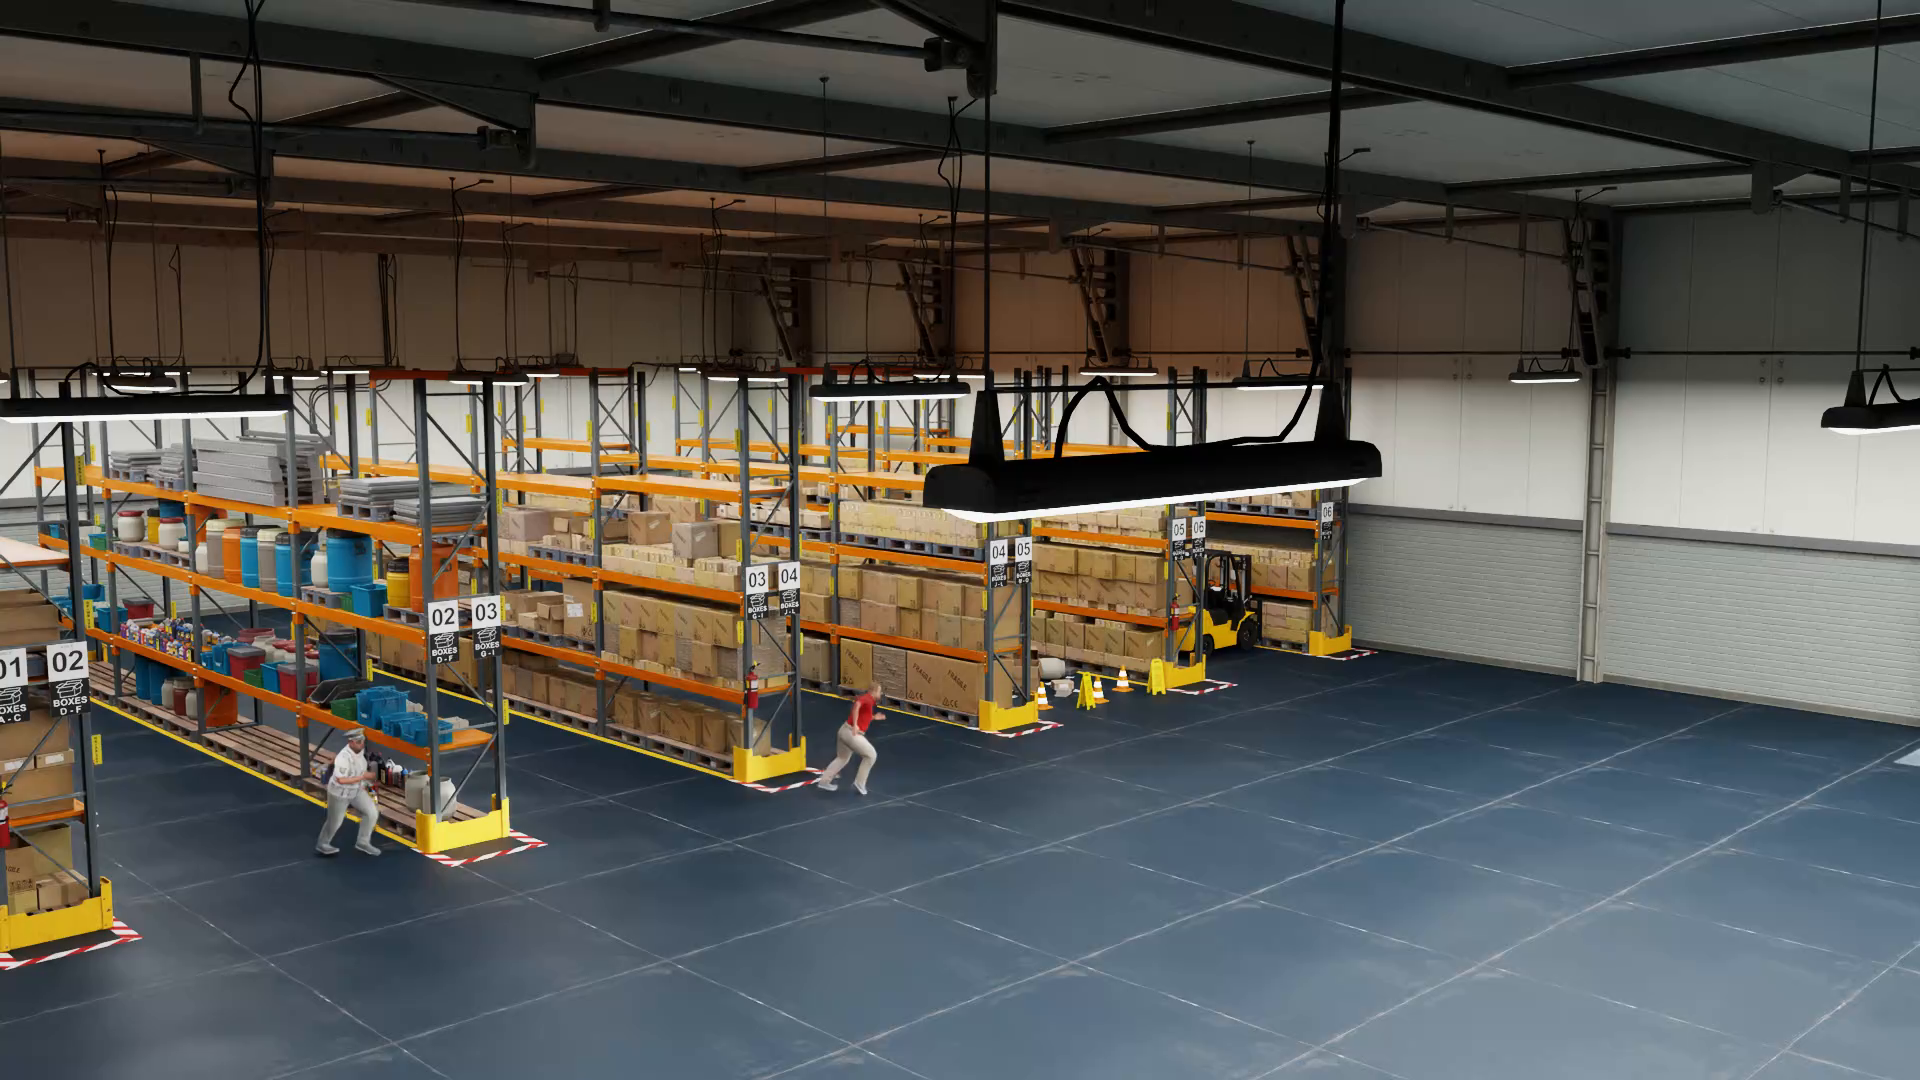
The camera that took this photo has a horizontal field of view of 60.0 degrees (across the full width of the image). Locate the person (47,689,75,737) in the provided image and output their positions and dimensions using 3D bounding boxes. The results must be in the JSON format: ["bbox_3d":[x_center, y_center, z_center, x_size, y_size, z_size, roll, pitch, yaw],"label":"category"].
[{"bbox_3d":[-13.185,2.824,24.126,0.533,1.459,0.503,3,7,27],"label":"person"}]

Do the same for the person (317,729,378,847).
[{"bbox_3d":[-7.707,3.089,20.760,0.820,1.564,0.507,3,7,24],"label":"person"}]

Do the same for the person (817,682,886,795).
[{"bbox_3d":[-1.538,2.884,23.802,1.016,1.673,0.711,-2,7,-13],"label":"person"}]
